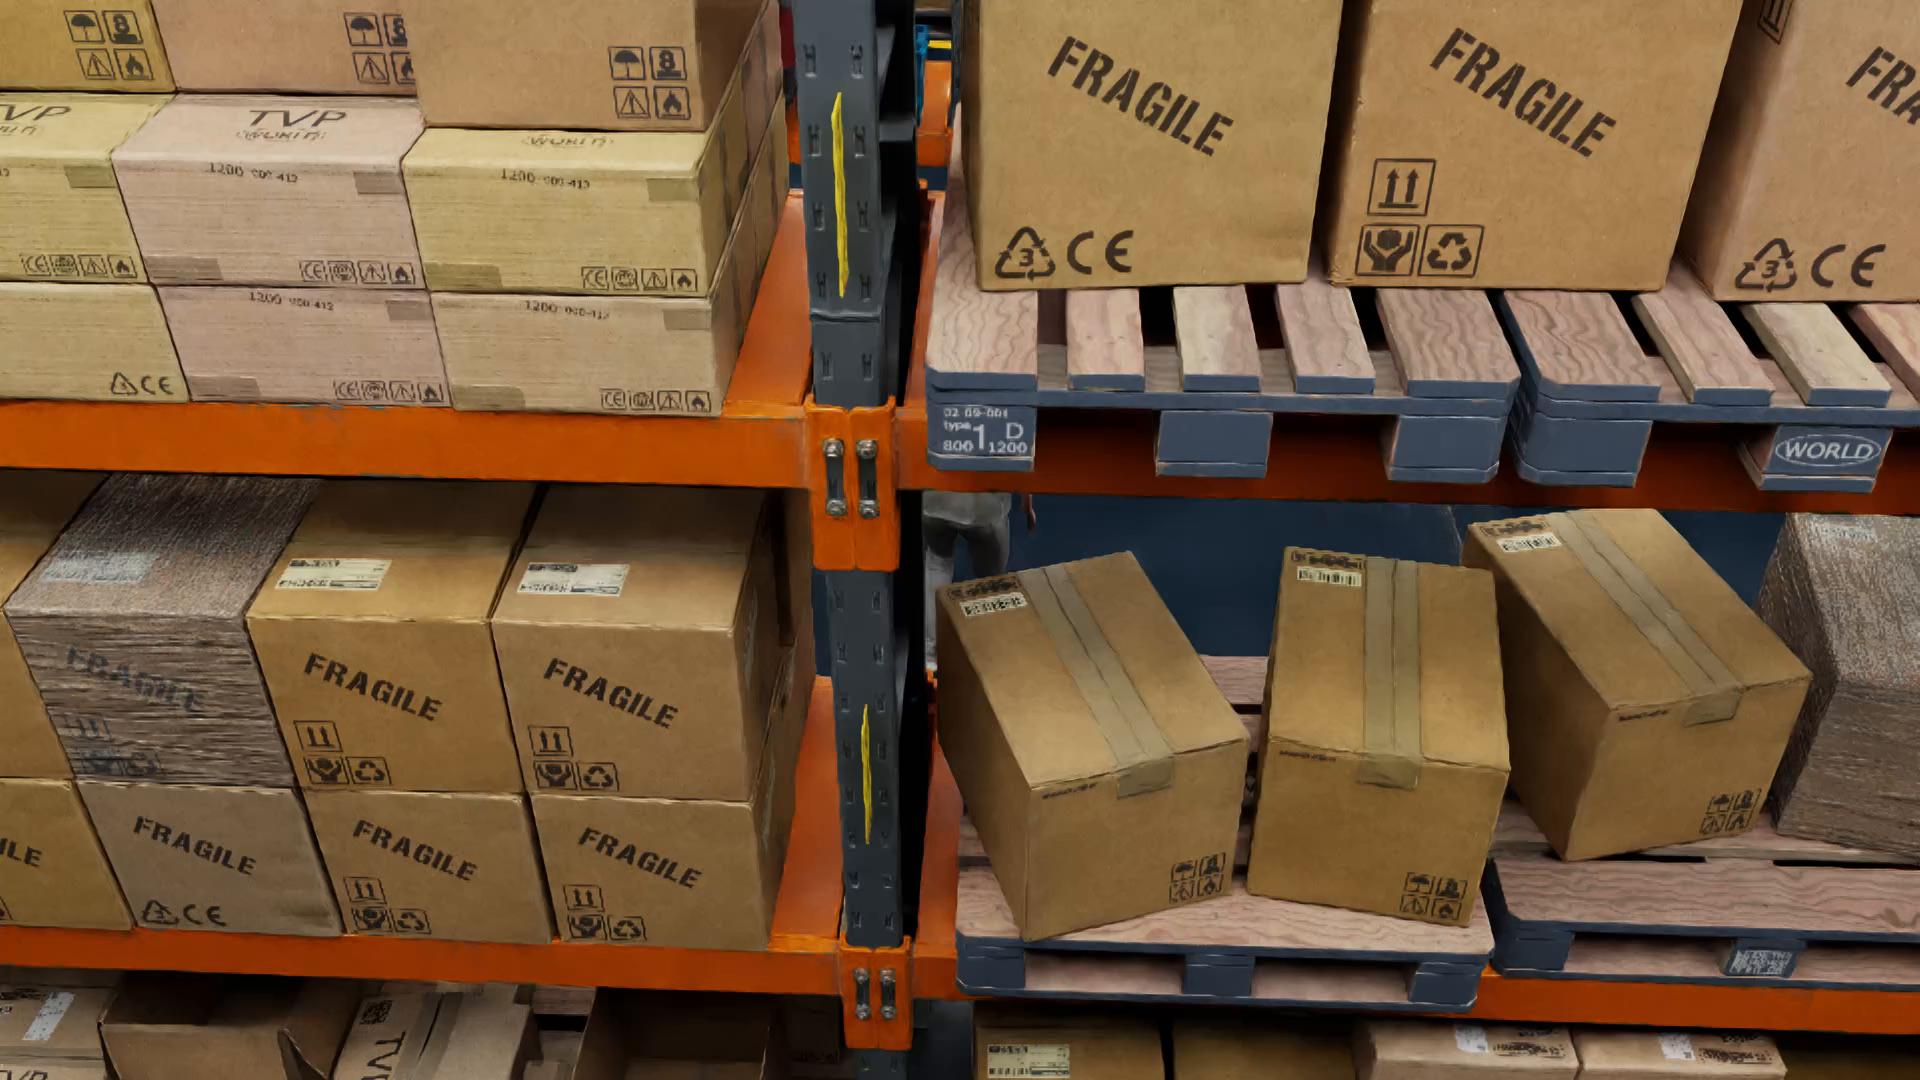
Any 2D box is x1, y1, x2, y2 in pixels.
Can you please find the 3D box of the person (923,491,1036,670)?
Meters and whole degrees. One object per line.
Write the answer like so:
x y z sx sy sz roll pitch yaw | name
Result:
0.025 -0.089 6.269 0.470 1.572 0.380 14 38 18 | person
